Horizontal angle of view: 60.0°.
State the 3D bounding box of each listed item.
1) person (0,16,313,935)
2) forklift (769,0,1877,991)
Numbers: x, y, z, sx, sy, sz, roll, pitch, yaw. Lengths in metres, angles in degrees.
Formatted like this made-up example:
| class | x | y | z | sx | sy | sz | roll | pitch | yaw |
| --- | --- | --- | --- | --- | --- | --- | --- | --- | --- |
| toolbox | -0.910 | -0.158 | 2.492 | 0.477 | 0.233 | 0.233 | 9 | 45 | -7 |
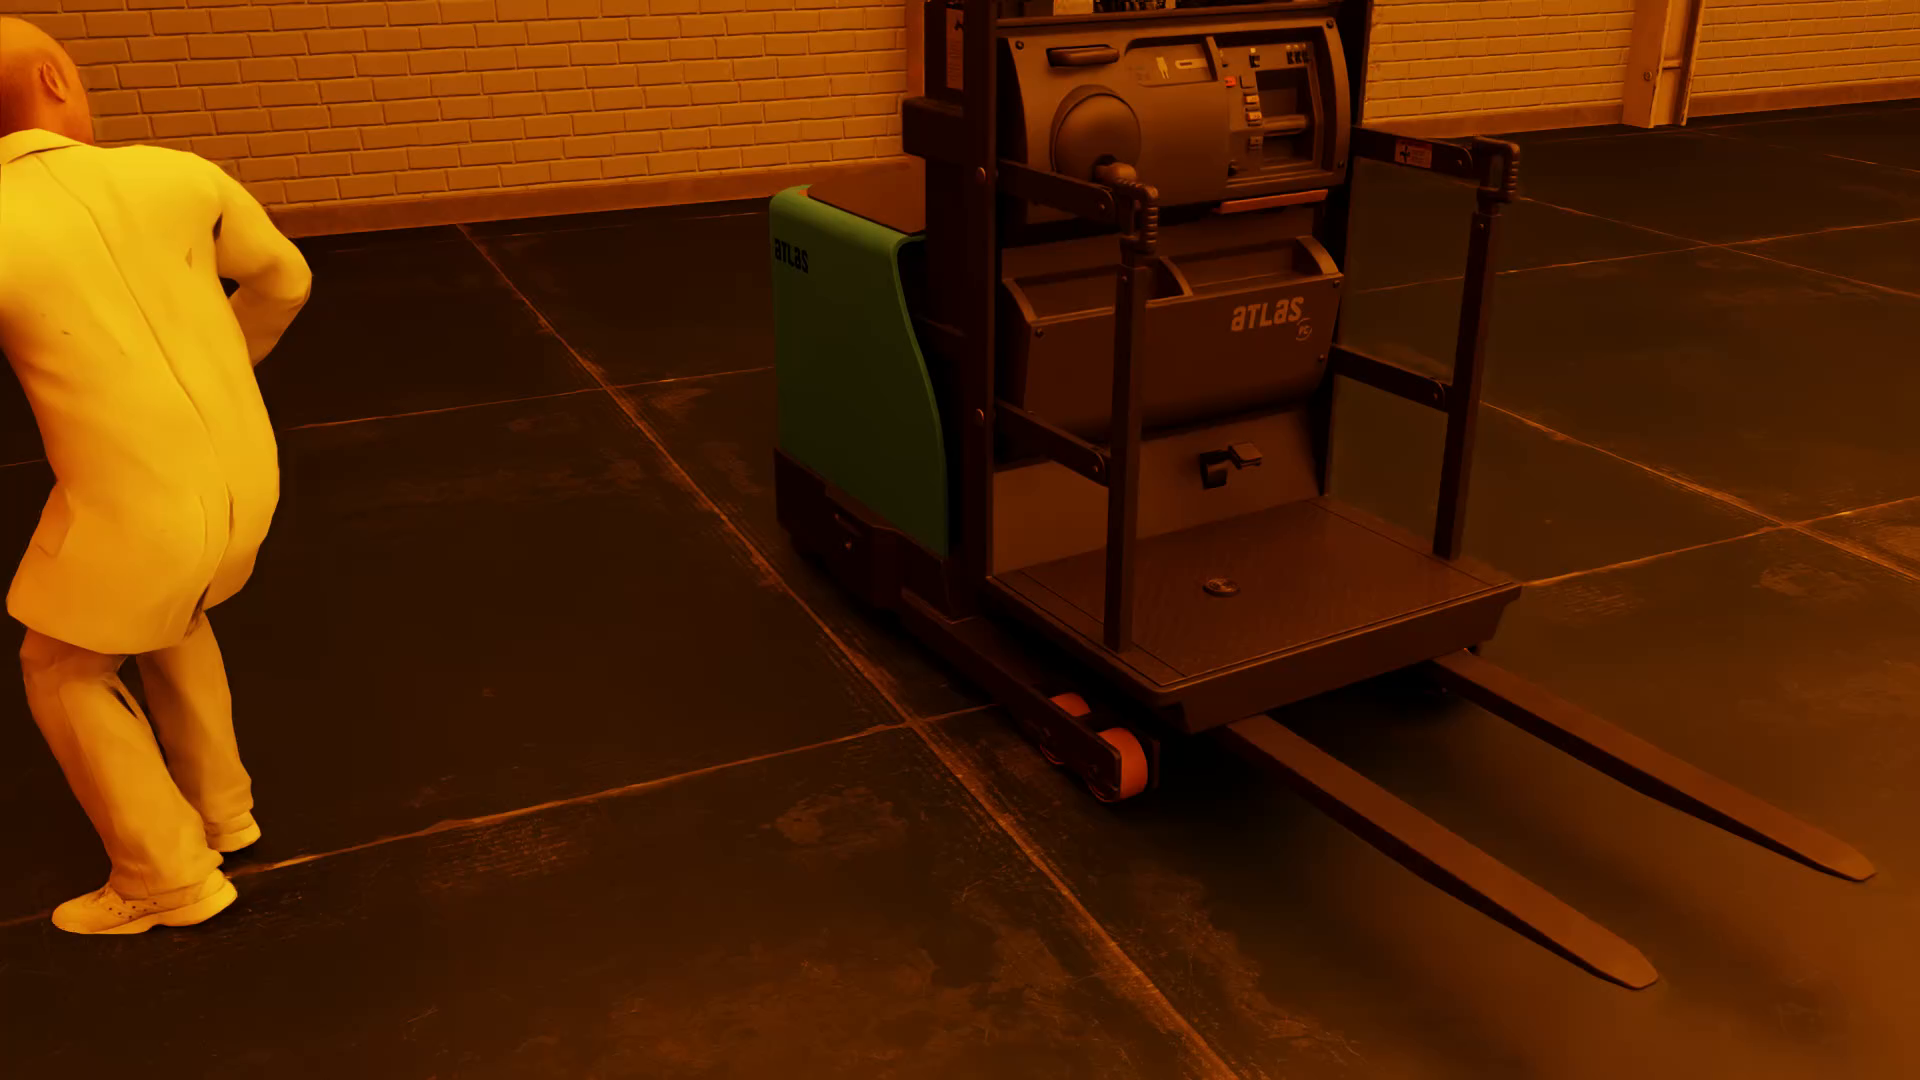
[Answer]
| class | x | y | z | sx | sy | sz | roll | pitch | yaw |
| --- | --- | --- | --- | --- | --- | --- | --- | --- | --- |
| person | -1.668 | -0.104 | 3.187 | 0.678 | 1.728 | 0.836 | 12 | 25 | 27 |
| forklift | 0.629 | -0.971 | 3.624 | 1.130 | 2.935 | 3.031 | -13 | 26 | -28 |
